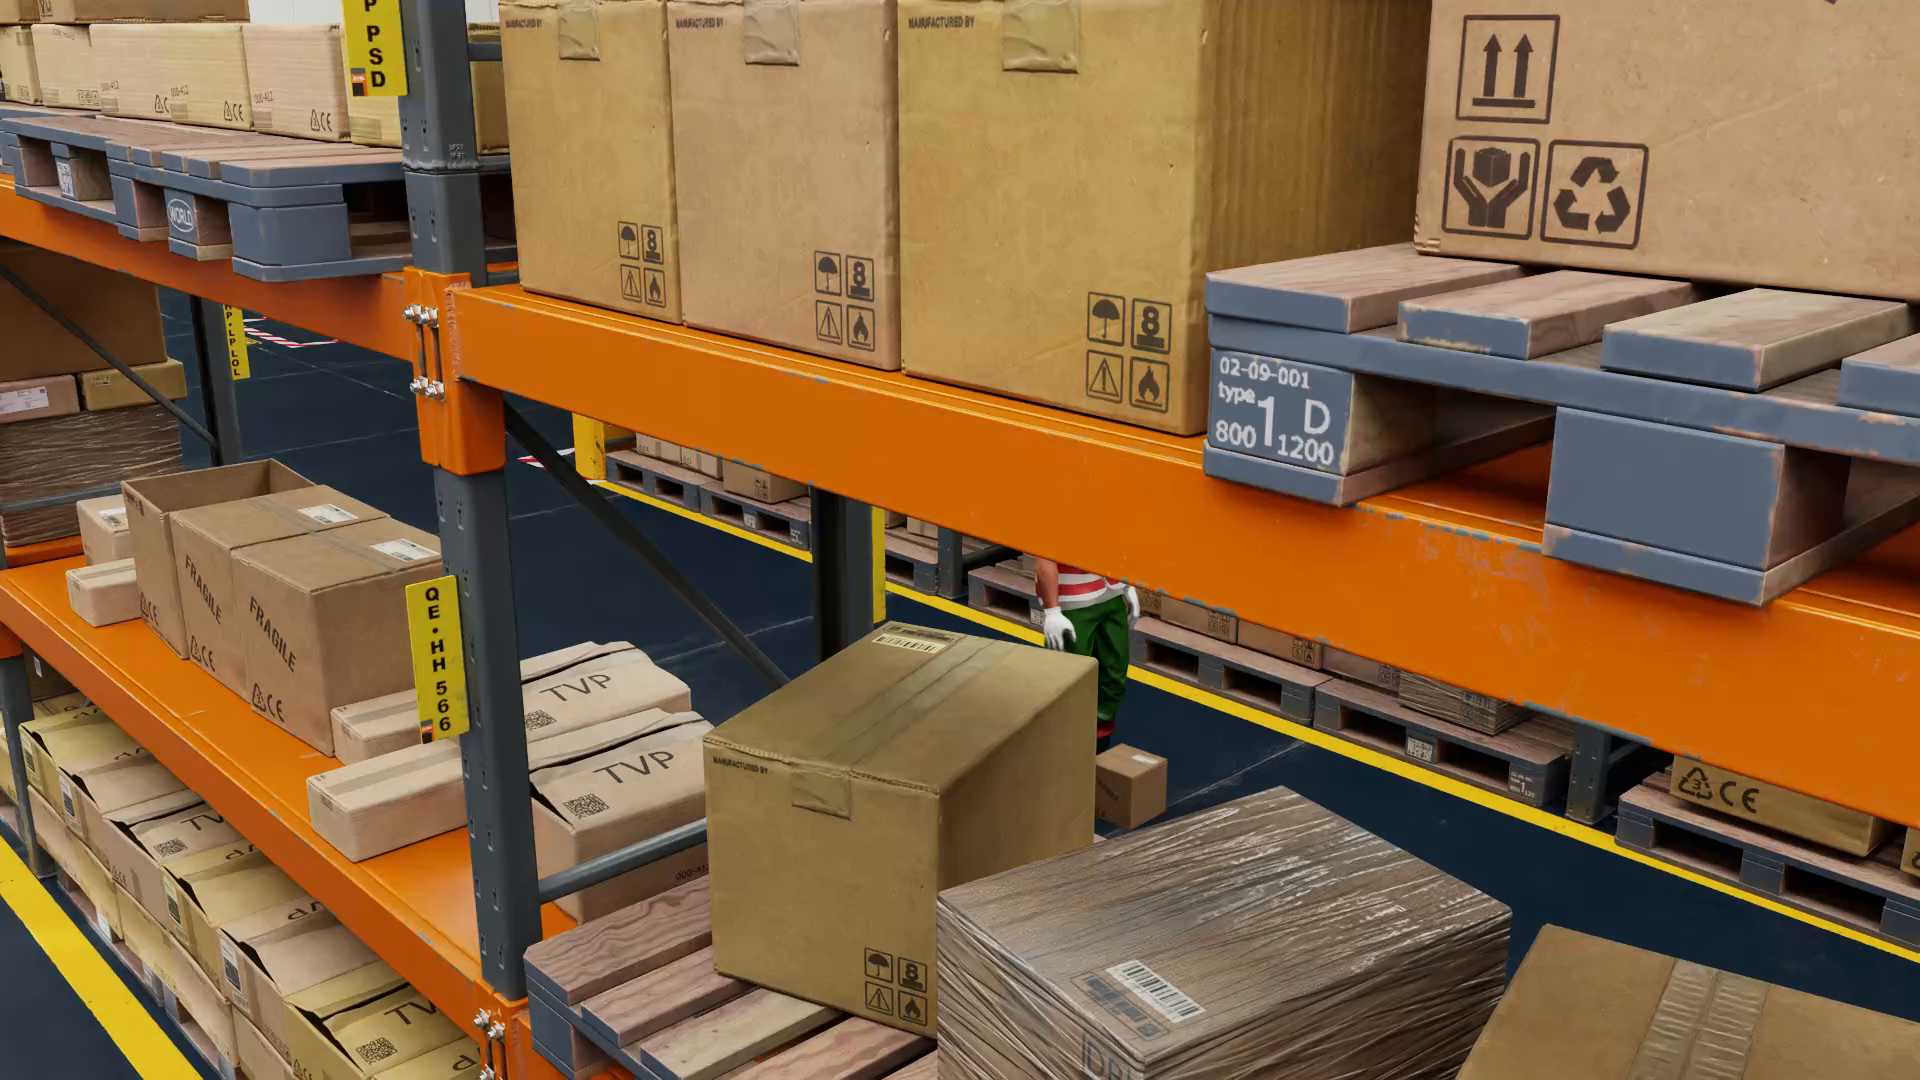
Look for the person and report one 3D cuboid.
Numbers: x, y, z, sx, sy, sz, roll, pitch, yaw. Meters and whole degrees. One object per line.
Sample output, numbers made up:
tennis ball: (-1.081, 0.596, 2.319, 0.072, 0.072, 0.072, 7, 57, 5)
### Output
person: (0.562, 0.285, 7.100, 0.452, 1.777, 0.601, 16, 23, 42)
